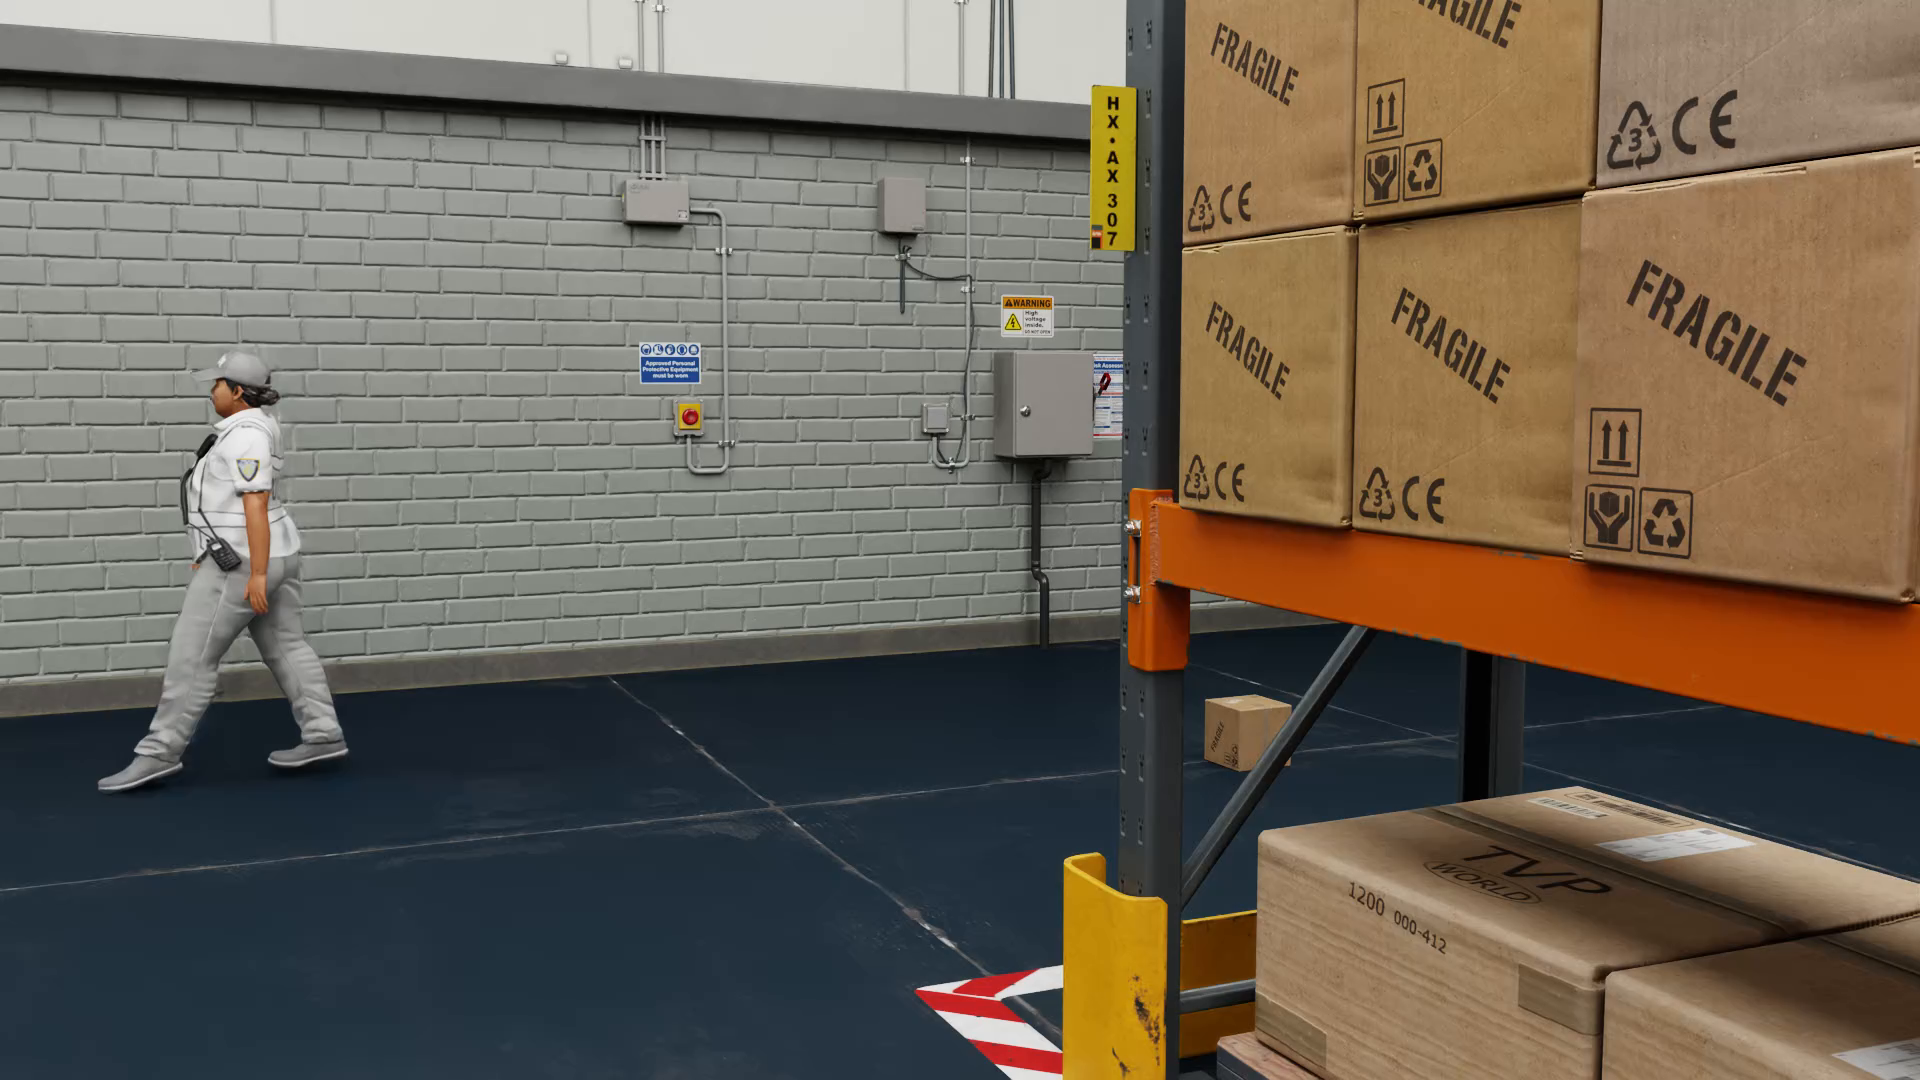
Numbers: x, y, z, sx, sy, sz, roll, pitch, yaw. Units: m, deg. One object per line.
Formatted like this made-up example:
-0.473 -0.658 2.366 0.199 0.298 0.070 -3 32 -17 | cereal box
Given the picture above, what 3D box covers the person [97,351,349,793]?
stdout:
-2.850 0.100 6.424 0.865 1.649 0.512 -1 6 -10 | person
